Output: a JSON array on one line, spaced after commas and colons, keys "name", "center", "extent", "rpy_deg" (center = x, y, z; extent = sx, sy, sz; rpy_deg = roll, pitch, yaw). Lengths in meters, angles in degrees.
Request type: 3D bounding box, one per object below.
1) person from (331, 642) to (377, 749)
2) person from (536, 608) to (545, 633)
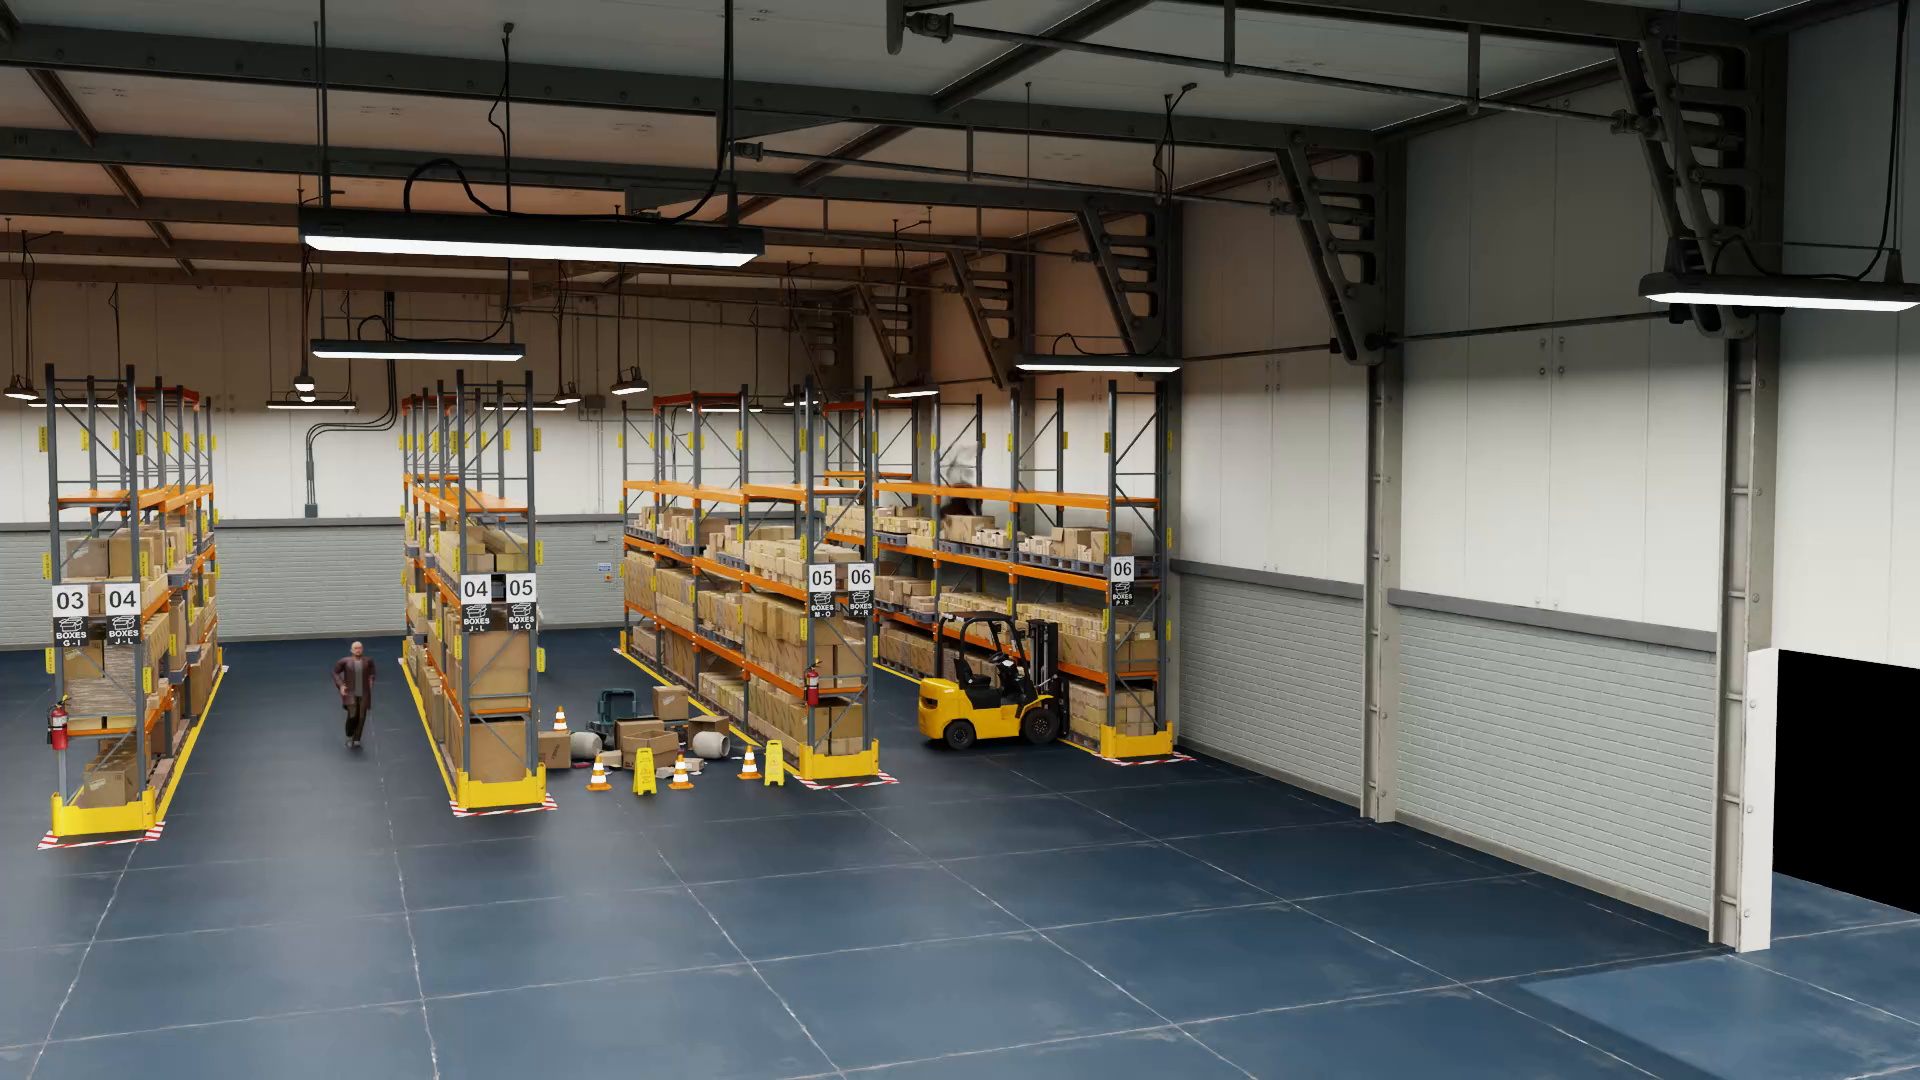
[{"name": "person", "center": [-9.840, 2.639, 27.137], "extent": [0.680, 1.547, 0.693], "rpy_deg": [-2, 4, -33]}, {"name": "person", "center": [-9.555, 2.024, 36.906], "extent": [0.614, 1.650, 0.552], "rpy_deg": [-2, 4, -35]}]
